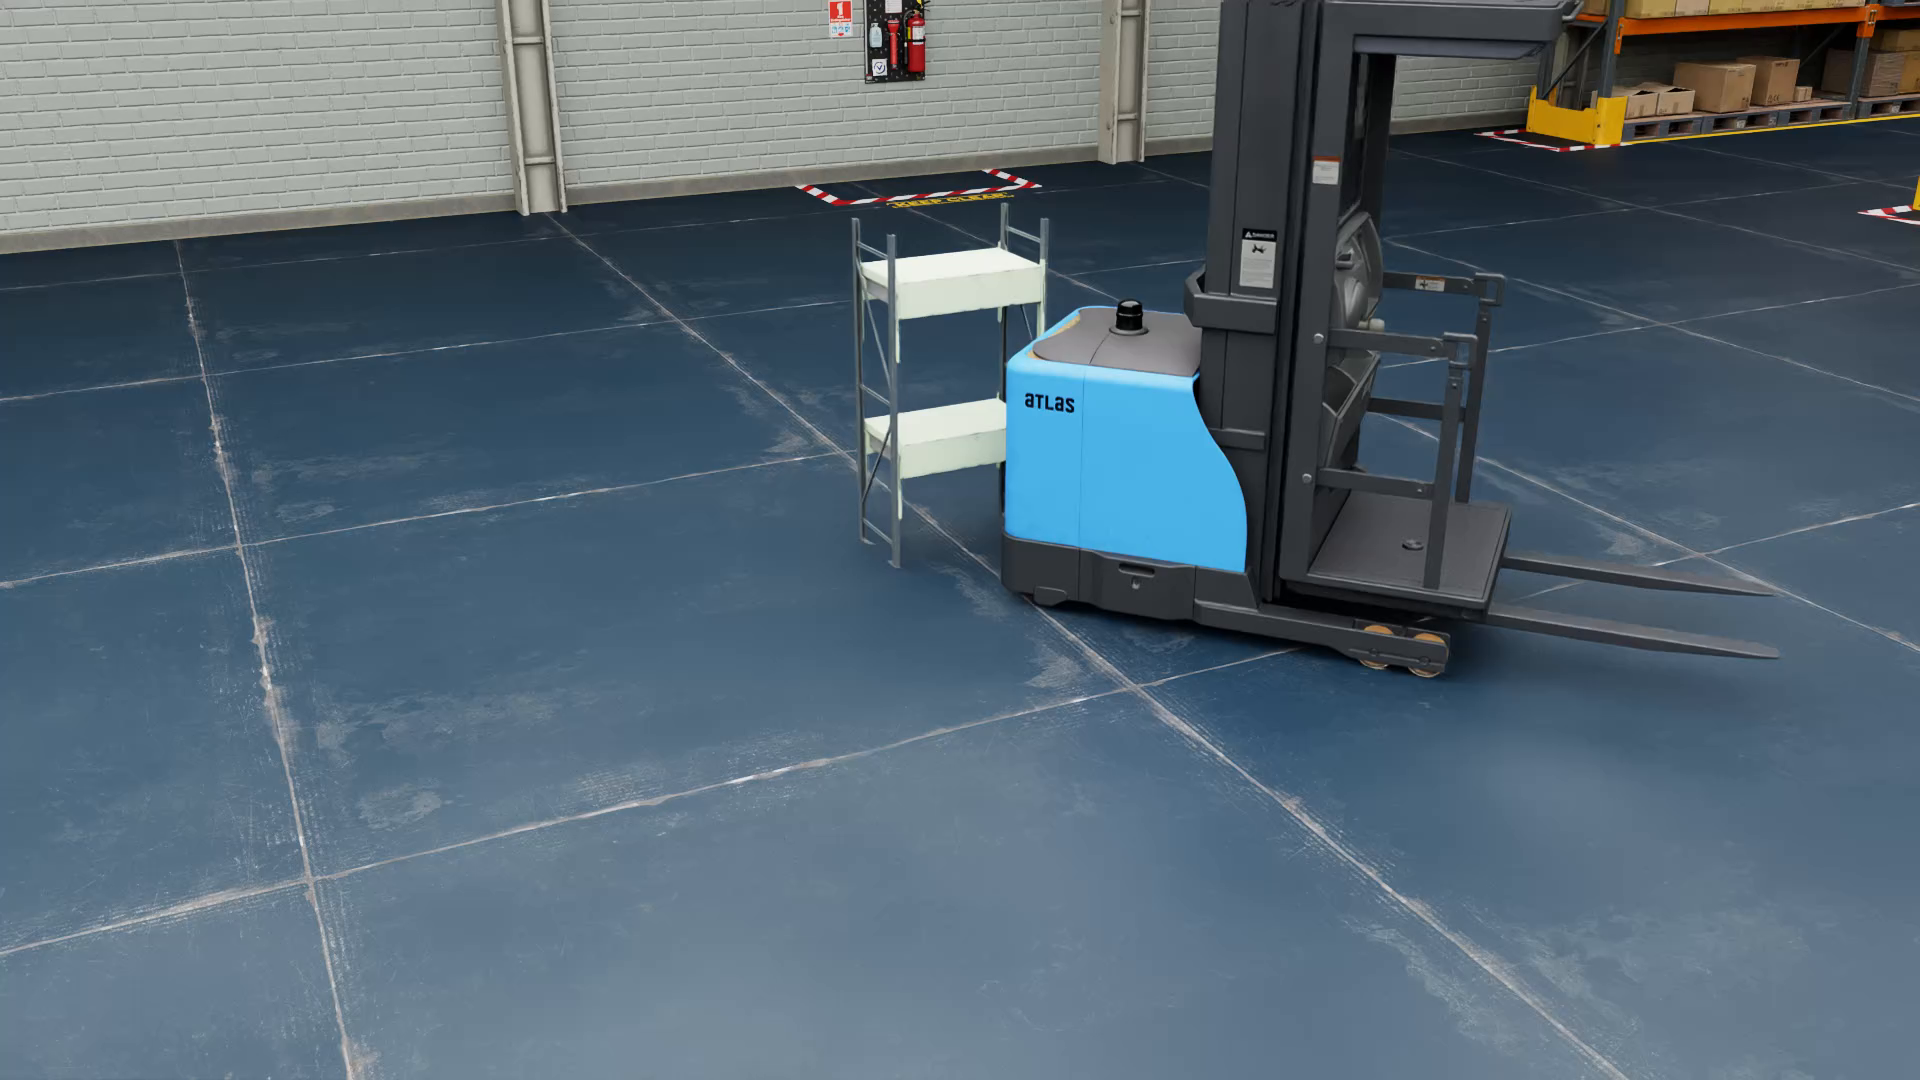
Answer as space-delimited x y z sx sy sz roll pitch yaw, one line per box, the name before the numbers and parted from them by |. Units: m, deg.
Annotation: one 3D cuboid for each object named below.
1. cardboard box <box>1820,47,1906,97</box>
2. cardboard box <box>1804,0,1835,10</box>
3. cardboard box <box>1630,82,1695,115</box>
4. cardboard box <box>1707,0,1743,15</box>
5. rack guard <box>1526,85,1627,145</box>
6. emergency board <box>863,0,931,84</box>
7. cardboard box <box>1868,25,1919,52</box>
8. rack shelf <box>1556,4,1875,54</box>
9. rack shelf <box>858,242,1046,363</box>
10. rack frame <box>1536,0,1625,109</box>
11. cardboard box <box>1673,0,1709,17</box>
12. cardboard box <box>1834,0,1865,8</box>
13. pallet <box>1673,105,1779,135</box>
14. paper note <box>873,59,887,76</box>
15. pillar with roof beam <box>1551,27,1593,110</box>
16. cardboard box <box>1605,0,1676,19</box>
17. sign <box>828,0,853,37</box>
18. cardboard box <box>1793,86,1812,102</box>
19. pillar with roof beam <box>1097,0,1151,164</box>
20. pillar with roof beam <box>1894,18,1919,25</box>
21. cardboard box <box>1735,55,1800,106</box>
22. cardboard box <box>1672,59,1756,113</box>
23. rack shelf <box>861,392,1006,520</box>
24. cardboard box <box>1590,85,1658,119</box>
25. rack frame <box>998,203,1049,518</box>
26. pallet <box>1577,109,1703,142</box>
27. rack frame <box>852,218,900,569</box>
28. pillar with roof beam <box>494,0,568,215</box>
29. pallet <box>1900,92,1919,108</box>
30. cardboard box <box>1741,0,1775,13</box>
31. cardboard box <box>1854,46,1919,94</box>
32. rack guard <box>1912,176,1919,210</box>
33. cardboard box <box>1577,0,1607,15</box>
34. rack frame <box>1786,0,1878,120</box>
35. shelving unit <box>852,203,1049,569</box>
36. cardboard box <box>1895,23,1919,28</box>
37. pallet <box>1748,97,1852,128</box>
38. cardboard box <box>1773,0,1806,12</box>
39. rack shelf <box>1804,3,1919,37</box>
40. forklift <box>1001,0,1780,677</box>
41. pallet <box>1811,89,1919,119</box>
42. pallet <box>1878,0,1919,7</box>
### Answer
cardboard box | 11.077 -5.748 20.407 0.500 0.500 0.700 -10 24 -22
cardboard box | 9.674 -6.249 19.094 0.500 0.250 0.500 -10 25 -23
cardboard box | 7.993 -5.048 18.962 0.500 0.311 0.500 -8 24 -19
cardboard box | 8.318 -5.993 18.477 0.500 0.250 0.500 -11 25 -24
rack guard | 6.886 -4.766 18.610 0.348 0.500 1.175 -10 25 -24
emergency board | -0.577 -4.931 15.739 0.643 1.169 0.194 -10 25 -24
cardboard box | 11.473 -6.169 20.443 0.500 0.250 0.500 -11 25 -25
rack shelf | 8.619 -5.908 19.041 4.000 0.370 1.077 -10 25 -24
rack shelf | -0.042 -1.055 7.318 0.720 0.370 0.431 -11 25 -25
rack frame | 6.817 -5.908 18.102 0.127 3.000 1.000 -10 25 -24
cardboard box | 7.856 -5.911 18.278 0.500 0.250 0.500 -11 25 -25
cardboard box | 10.126 -6.329 19.287 0.500 0.250 0.500 -10 25 -23
pallet | 8.731 -4.956 19.447 1.213 0.211 1.003 -10 25 -24
paper note | -0.766 -4.518 15.894 0.142 0.148 0.016 -10 25 -24
pillar with roof beam | 8.940 -7.611 14.371 0.400 9.000 9.100 -10 25 -24
cardboard box | 7.395 -5.820 18.058 0.500 0.250 0.500 -11 25 -25
sign | -1.120 -4.891 15.597 0.234 0.329 0.001 -10 25 -24
cardboard box | 9.952 -5.367 19.923 0.250 0.166 0.380 -14 26 -30
pillar with roof beam | 3.533 -6.616 11.966 0.400 9.000 9.100 -10 25 -24
pillar with roof beam | 14.346 -8.606 16.775 0.400 9.000 9.100 -10 25 -24
cardboard box | 9.504 -5.434 19.649 0.500 0.500 0.500 -12 26 -28
cardboard box | 8.676 -5.239 19.179 0.500 0.500 0.700 -12 25 -27
rack shelf | -0.042 -0.394 7.592 0.720 0.370 0.431 -11 25 -25
cardboard box | 7.480 -4.953 18.734 0.500 0.311 0.500 -14 26 -30
rack frame | 0.284 -0.758 7.621 0.023 1.500 0.400 -11 25 -25
pallet | 7.633 -4.755 18.961 1.213 0.211 1.003 -10 25 -24
rack frame | -0.368 -0.631 7.314 0.023 1.500 0.400 -11 25 -25
pillar with roof beam | -1.873 -5.620 9.562 0.400 9.000 9.100 -10 25 -24
pallet | 12.223 -5.617 21.043 1.213 0.211 1.003 -10 25 -24
cardboard box | 8.774 -6.076 18.677 0.500 0.250 0.500 -10 25 -23
cardboard box | 11.521 -5.851 20.656 0.500 0.500 0.700 -11 25 -25
rack guard | 8.947 -3.043 14.447 0.348 0.500 1.175 -10 25 -24
cardboard box | 7.154 -5.993 18.475 0.500 0.250 0.500 -10 25 -23
rack frame | 10.421 -6.572 19.704 0.127 3.000 1.000 -10 25 -24
shelving unit | -0.042 -0.695 7.467 0.755 1.500 0.431 -11 25 -25
cardboard box | 11.940 -6.256 20.655 0.500 0.250 0.500 -11 25 -25
pallet | 9.832 -5.160 19.939 1.213 0.211 1.003 -10 25 -24
cardboard box | 9.227 -6.160 18.880 0.500 0.250 0.500 -11 25 -24
rack shelf | 12.223 -6.571 20.643 4.000 0.370 1.077 -10 25 -24
forklift | 1.743 -1.052 6.458 3.031 2.935 1.130 9 24 20
pallet | 11.122 -5.413 20.551 1.213 0.211 1.003 -10 25 -24
pallet | 11.173 -6.560 19.926 1.213 0.211 1.003 -10 25 -24
